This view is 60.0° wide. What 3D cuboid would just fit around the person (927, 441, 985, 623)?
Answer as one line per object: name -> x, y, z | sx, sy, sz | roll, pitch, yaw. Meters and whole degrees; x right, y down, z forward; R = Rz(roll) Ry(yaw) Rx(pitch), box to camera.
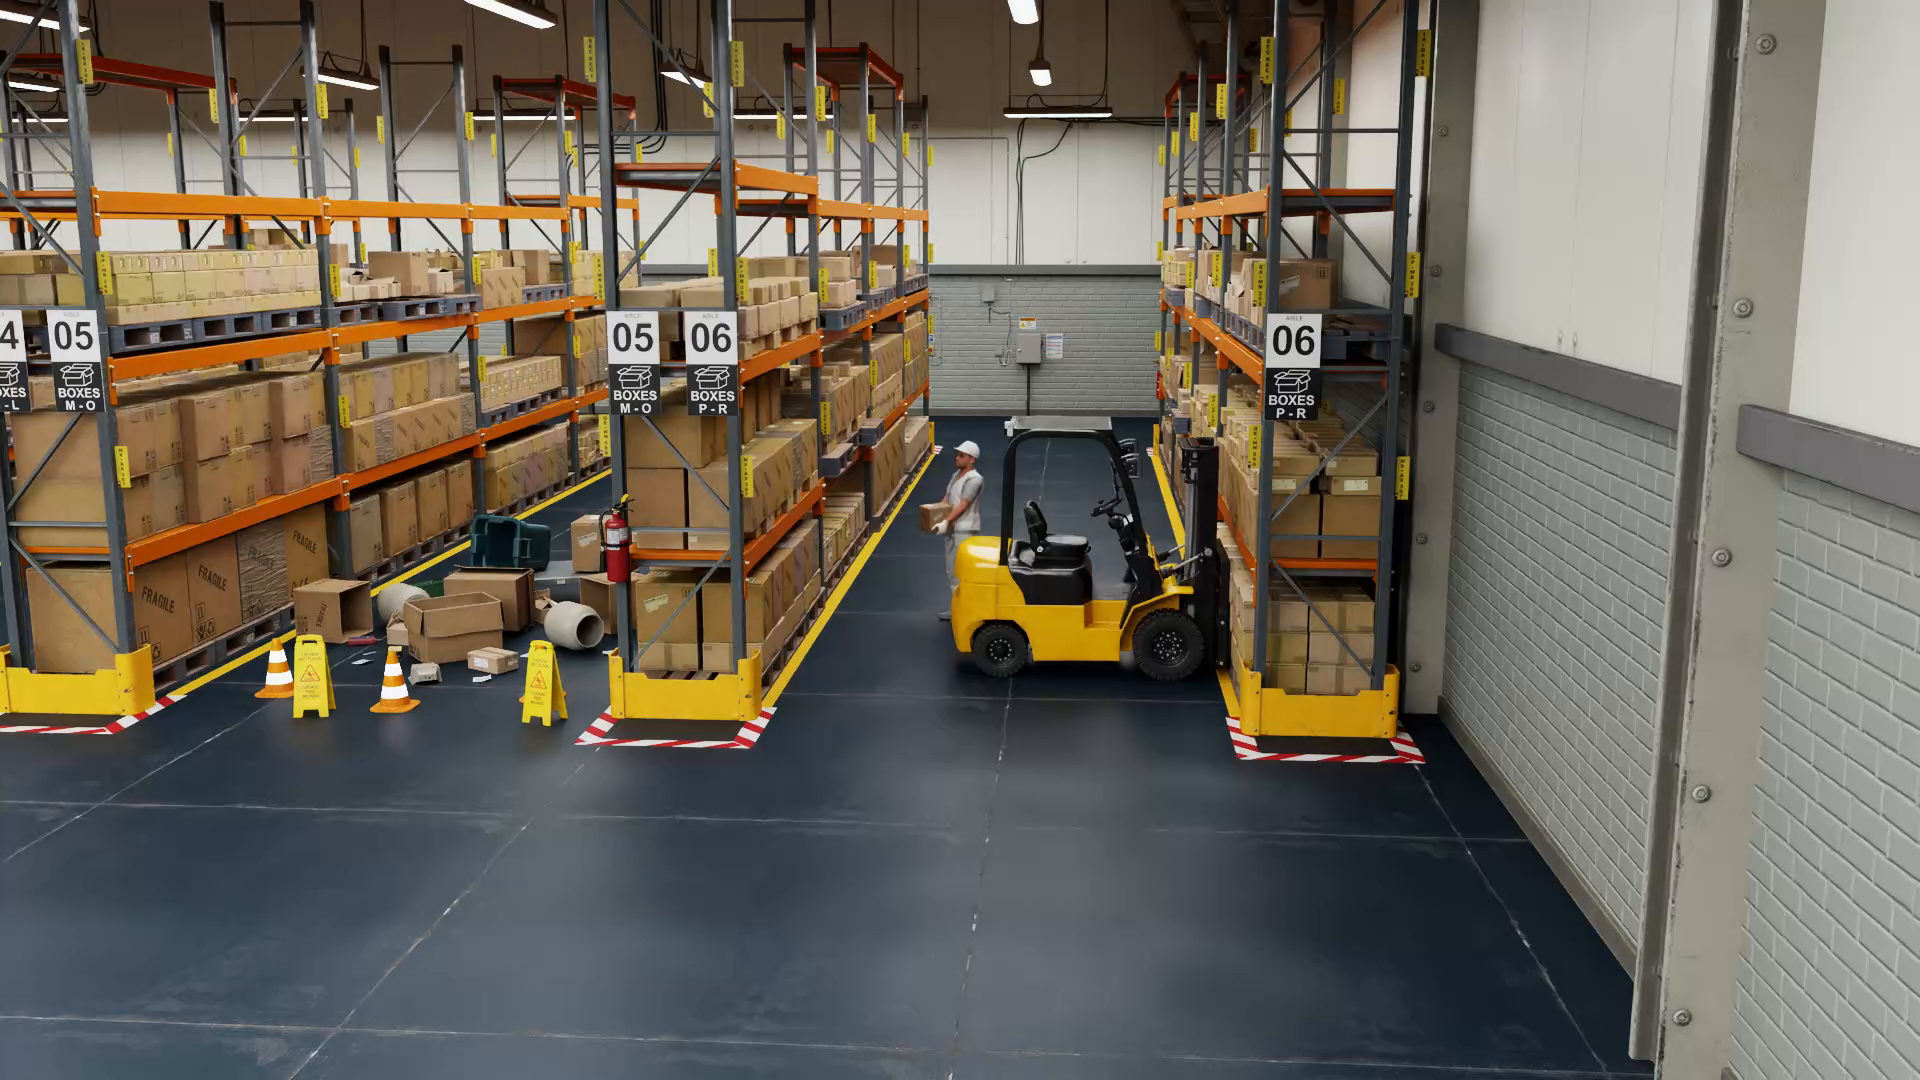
person -> -0.070, -0.069, 16.230 | 0.558, 1.788, 0.502 | -4, 11, -23
